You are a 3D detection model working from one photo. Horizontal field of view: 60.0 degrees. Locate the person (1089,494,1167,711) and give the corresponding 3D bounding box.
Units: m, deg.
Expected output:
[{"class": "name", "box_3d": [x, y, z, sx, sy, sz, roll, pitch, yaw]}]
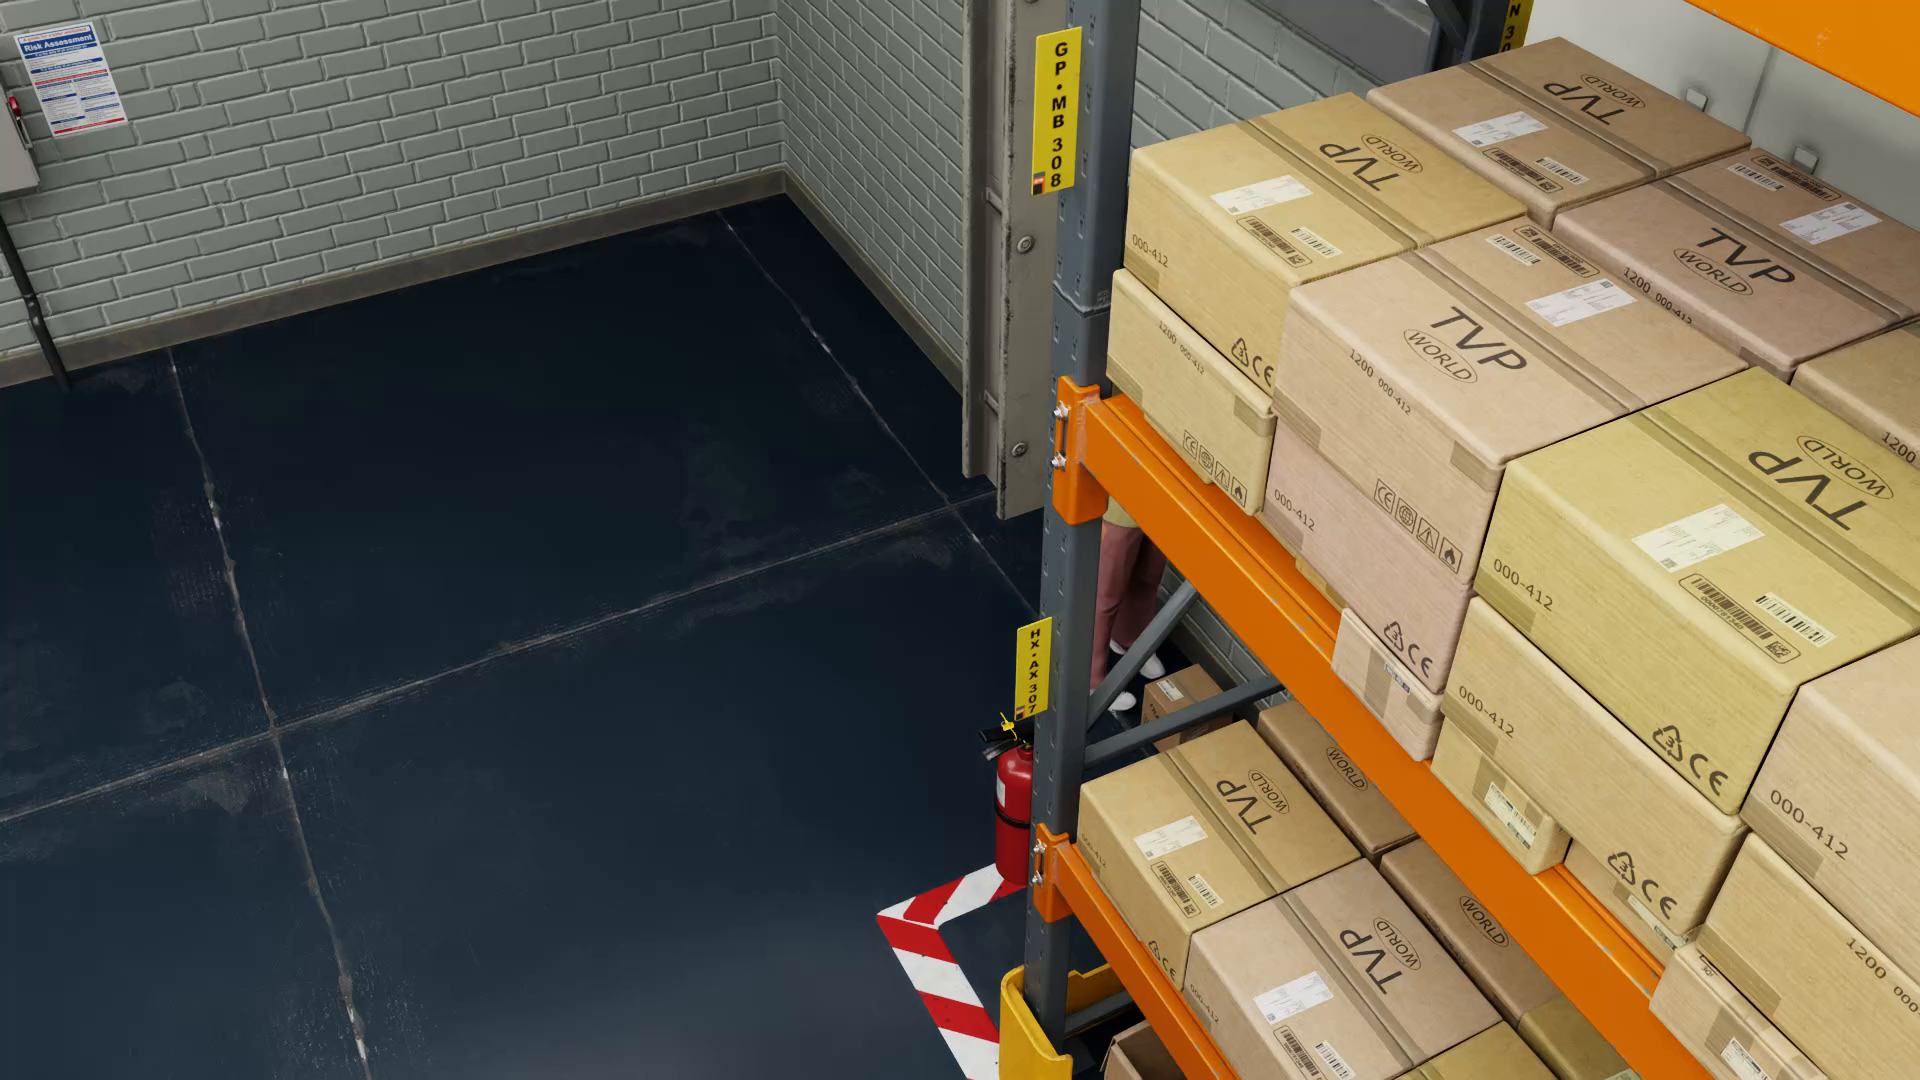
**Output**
[{"class": "person", "box_3d": [0.656, -0.101, 6.270, 0.533, 1.676, 0.424, -26, 48, -26]}]
